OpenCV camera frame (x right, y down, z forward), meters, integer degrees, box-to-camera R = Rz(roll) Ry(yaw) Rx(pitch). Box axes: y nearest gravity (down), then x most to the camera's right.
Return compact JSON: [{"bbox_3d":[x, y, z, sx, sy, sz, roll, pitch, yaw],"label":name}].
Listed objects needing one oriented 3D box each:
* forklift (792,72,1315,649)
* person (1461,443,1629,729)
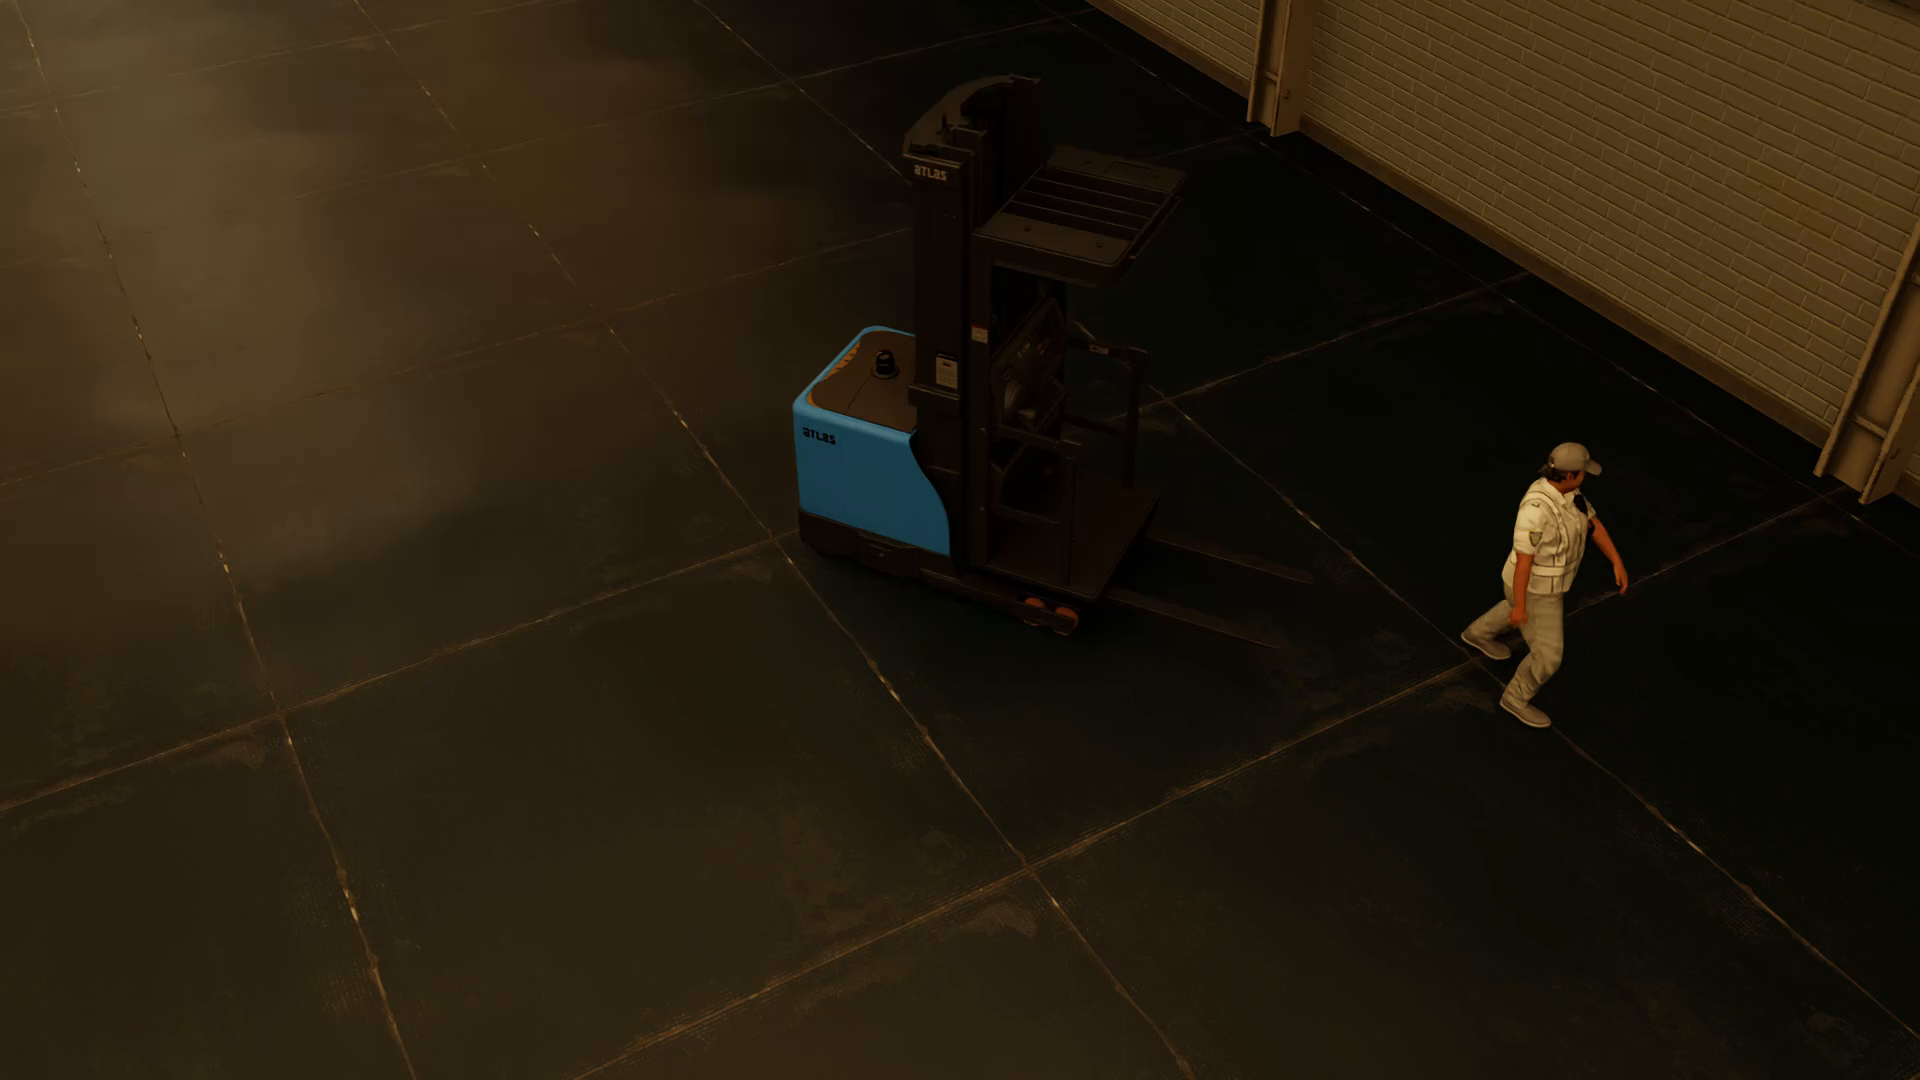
[{"bbox_3d":[0.566,-0.963,9.197,3.031,2.935,1.130,17,43,19],"label":"forklift"},{"bbox_3d":[3.106,0.227,8.823,0.777,1.580,0.654,21,44,24],"label":"person"}]
